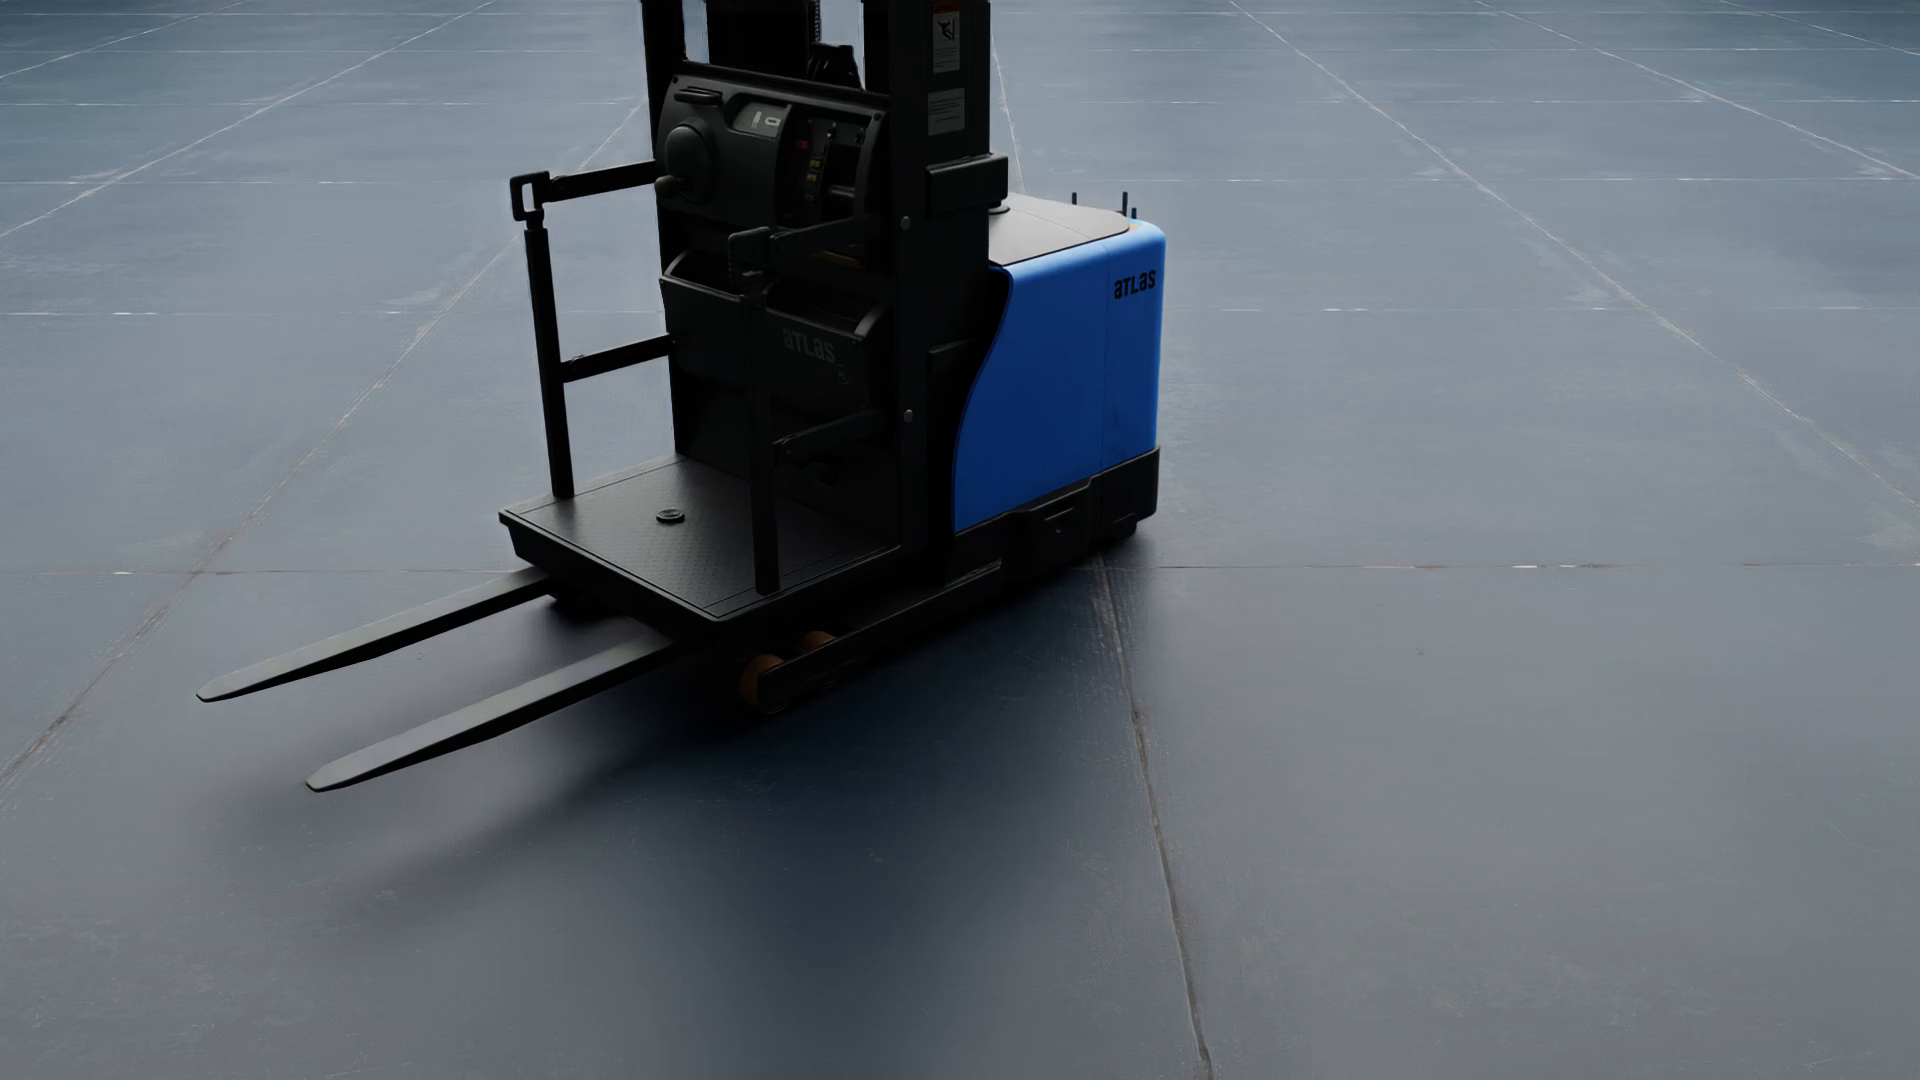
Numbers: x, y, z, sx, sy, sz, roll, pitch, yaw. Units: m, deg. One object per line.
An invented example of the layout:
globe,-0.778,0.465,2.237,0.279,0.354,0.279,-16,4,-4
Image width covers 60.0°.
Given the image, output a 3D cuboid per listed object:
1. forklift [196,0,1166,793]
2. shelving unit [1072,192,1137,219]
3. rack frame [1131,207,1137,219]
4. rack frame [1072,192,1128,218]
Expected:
forklift,-0.698,-1.086,4.594,1.130,2.935,3.031,22,32,39
shelving unit,0.505,-0.718,6.063,0.215,1.050,0.252,-1,24,-2
rack frame,0.509,-0.668,5.952,0.200,1.050,0.008,-1,24,-2
rack frame,0.501,-0.768,6.174,0.200,1.050,0.008,-1,24,-2
